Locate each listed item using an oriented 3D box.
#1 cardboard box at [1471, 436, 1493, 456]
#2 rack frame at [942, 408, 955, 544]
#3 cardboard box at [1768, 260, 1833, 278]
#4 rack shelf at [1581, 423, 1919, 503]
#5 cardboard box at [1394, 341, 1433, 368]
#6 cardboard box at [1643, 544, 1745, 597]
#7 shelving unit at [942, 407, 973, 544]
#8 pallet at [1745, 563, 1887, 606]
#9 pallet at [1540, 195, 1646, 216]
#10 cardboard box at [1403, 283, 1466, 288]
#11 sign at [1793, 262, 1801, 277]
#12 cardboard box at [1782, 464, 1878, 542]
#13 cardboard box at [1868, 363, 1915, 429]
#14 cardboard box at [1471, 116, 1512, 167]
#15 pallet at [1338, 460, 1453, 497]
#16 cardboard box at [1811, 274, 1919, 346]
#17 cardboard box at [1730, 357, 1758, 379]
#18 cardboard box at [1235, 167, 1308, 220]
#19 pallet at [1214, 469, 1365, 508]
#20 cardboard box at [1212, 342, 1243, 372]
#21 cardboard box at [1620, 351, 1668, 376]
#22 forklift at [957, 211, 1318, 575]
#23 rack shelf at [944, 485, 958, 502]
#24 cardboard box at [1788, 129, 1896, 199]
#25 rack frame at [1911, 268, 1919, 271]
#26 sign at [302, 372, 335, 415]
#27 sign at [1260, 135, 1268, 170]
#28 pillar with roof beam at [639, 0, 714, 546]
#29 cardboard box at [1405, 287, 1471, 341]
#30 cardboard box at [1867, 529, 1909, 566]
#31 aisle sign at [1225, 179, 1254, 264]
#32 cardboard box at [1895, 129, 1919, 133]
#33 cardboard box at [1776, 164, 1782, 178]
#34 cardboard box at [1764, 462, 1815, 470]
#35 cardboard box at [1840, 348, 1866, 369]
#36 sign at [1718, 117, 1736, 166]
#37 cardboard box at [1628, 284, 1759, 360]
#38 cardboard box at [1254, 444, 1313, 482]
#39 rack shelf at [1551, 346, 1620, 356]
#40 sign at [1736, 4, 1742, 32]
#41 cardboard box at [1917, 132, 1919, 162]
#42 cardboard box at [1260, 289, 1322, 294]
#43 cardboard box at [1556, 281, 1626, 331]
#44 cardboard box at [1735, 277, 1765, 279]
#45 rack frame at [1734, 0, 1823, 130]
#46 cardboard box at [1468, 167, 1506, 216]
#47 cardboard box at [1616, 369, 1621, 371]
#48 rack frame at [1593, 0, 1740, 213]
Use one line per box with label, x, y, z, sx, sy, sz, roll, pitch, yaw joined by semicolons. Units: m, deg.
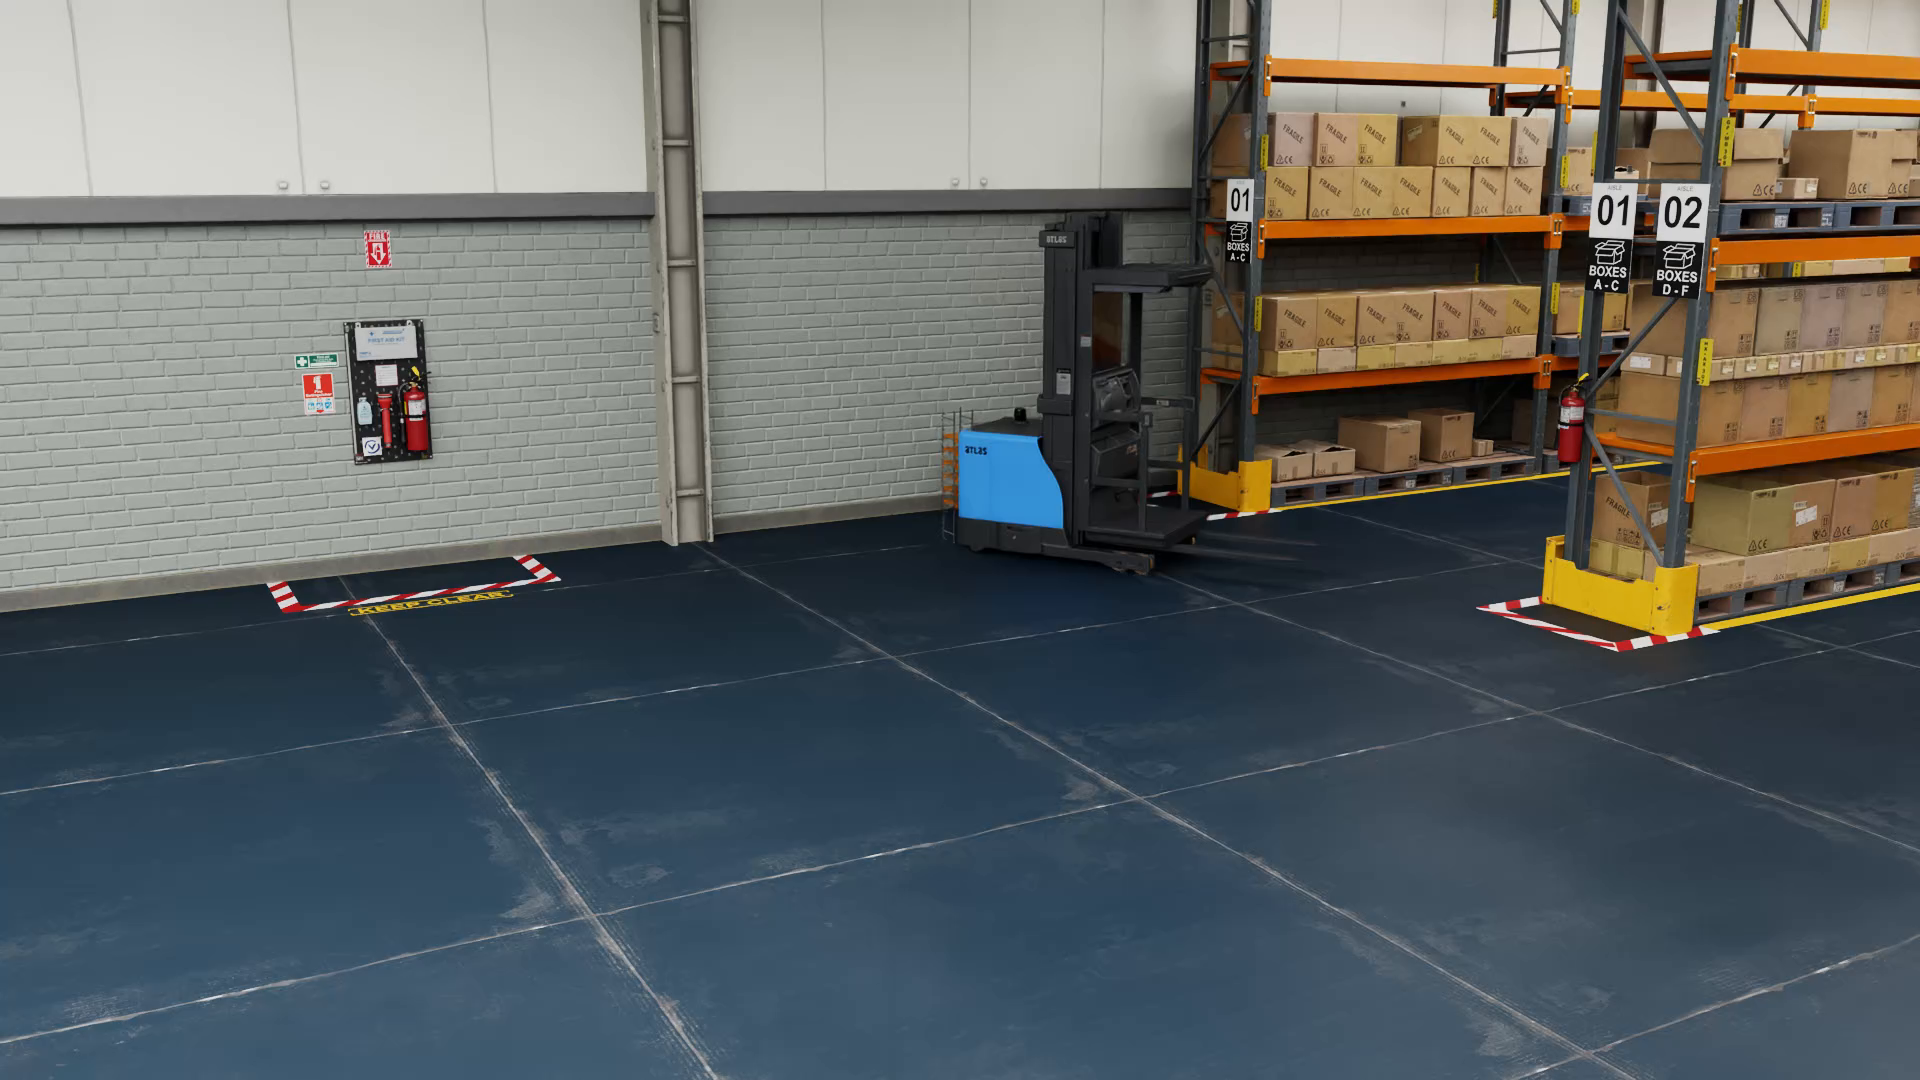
cardboard box;5.650;-1.042;18.357;0.250;0.166;0.380;-9;16;-35
rack frame;-0.103;-0.576;14.933;0.006;1.200;0.240;-7;14;-28
cardboard box;10.163;-3.263;20.117;0.500;0.250;0.500;-6;14;-27
rack shelf;6.727;-0.756;13.274;4.000;0.370;1.077;-7;14;-28
cardboard box;4.518;-1.940;17.193;0.500;0.250;0.500;-7;14;-27
cardboard box;5.548;0.227;12.576;0.500;0.250;0.500;-7;14;-28
shelving unit;-0.023;-0.585;14.976;0.189;1.200;0.258;-7;14;-28
pallet;6.692;0.248;13.526;1.213;0.211;1.003;-7;14;-28
pallet;6.698;-3.688;18.259;1.003;0.211;1.213;-7;14;-28
cardboard box;5.137;-2.511;18.023;0.500;0.500;0.500;-7;14;-28
sign;9.884;-3.115;19.662;0.005;0.325;0.100;-7;14;-28
cardboard box;6.866;-0.297;13.193;0.500;0.500;0.500;-7;14;-28
cardboard box;7.194;-1.209;13.423;0.500;0.500;0.700;-7;14;-27
cardboard box;5.317;-4.116;17.185;0.500;0.500;0.500;-6;14;-25
pallet;4.461;-0.704;17.758;1.213;0.211;1.003;-7;14;-28
cardboard box;7.213;-1.845;13.293;0.500;0.500;0.700;-7;14;-28
cardboard box;5.649;-1.290;12.303;0.250;0.149;0.380;-7;15;-29
cardboard box;3.008;-3.360;16.100;0.500;0.500;0.500;-6;14;-26
pallet;3.391;-0.577;17.192;1.213;0.211;1.003;-7;14;-28
cardboard box;2.912;-1.874;16.899;0.500;0.250;0.500;-7;14;-27
cardboard box;5.215;-1.339;12.520;0.250;0.149;0.380;-7;15;-29
forklift;1.514;-1.274;14.093;3.031;2.935;1.130;7;14;28
rack shelf;-0.023;-0.425;15.012;0.180;0.103;0.258;-7;14;-28
cardboard box;6.560;-2.804;12.401;0.500;0.500;0.500;-7;14;-28
rack frame;8.482;-1.317;14.130;0.127;3.000;1.000;-7;14;-28
sign;-5.194;-1.186;13.467;0.234;0.329;0.001;-7;14;-28
sign;2.854;-3.636;15.611;0.005;0.325;0.100;-7;14;-28
pillar with roof beam;-0.409;-3.557;10.419;0.400;9.000;9.100;-7;14;-28
cardboard box;4.956;-2.360;17.352;0.500;0.500;0.500;-7;15;-29
cardboard box;7.304;0.016;13.510;0.500;0.250;0.500;-7;14;-28
aisle sign;2.675;-3.054;15.925;0.004;0.787;0.394;-7;14;-28
cardboard box;11.815;-5.077;21.069;0.500;0.250;0.500;-7;15;-30
cardboard box;5.855;-2.732;12.650;0.500;0.250;0.500;-7;14;-28
cardboard box;6.609;-0.400;13.652;0.500;0.500;0.500;-7;14;-28
cardboard box;6.768;-1.423;12.895;0.250;0.149;0.380;-7;14;-27
sign;5.232;-2.717;11.348;0.005;0.325;0.100;-7;14;-28
cardboard box;5.433;-1.630;12.339;0.500;0.500;0.700;-7;14;-28
cardboard box;3.245;-0.809;16.994;0.500;0.311;0.500;-9;15;-34
rack shelf;7.861;-2.226;19.363;3.809;0.124;0.919;-7;14;-28
sign;9.347;-6.259;19.935;0.005;0.325;0.100;-7;14;-28
cardboard box;7.914;-3.100;13.719;0.500;0.500;0.500;-6;14;-23
cardboard box;3.353;-2.295;17.062;0.500;0.500;0.500;-7;14;-27
cardboard box;7.062;-2.639;18.775;0.500;0.500;0.700;-5;14;-22
cardboard box;9.208;-2.904;19.953;0.500;0.500;0.700;-9;15;-34
rack frame;9.616;-5.619;19.582;0.127;3.000;1.000;-7;14;-28
cardboard box;5.330;-3.642;17.355;0.500;0.500;0.500;-8;15;-33
cardboard box;8.030;-1.864;19.545;0.500;0.250;0.500;-7;14;-28
rack frame;4.971;-3.823;11.602;0.127;3.000;1.000;-7;14;-28
